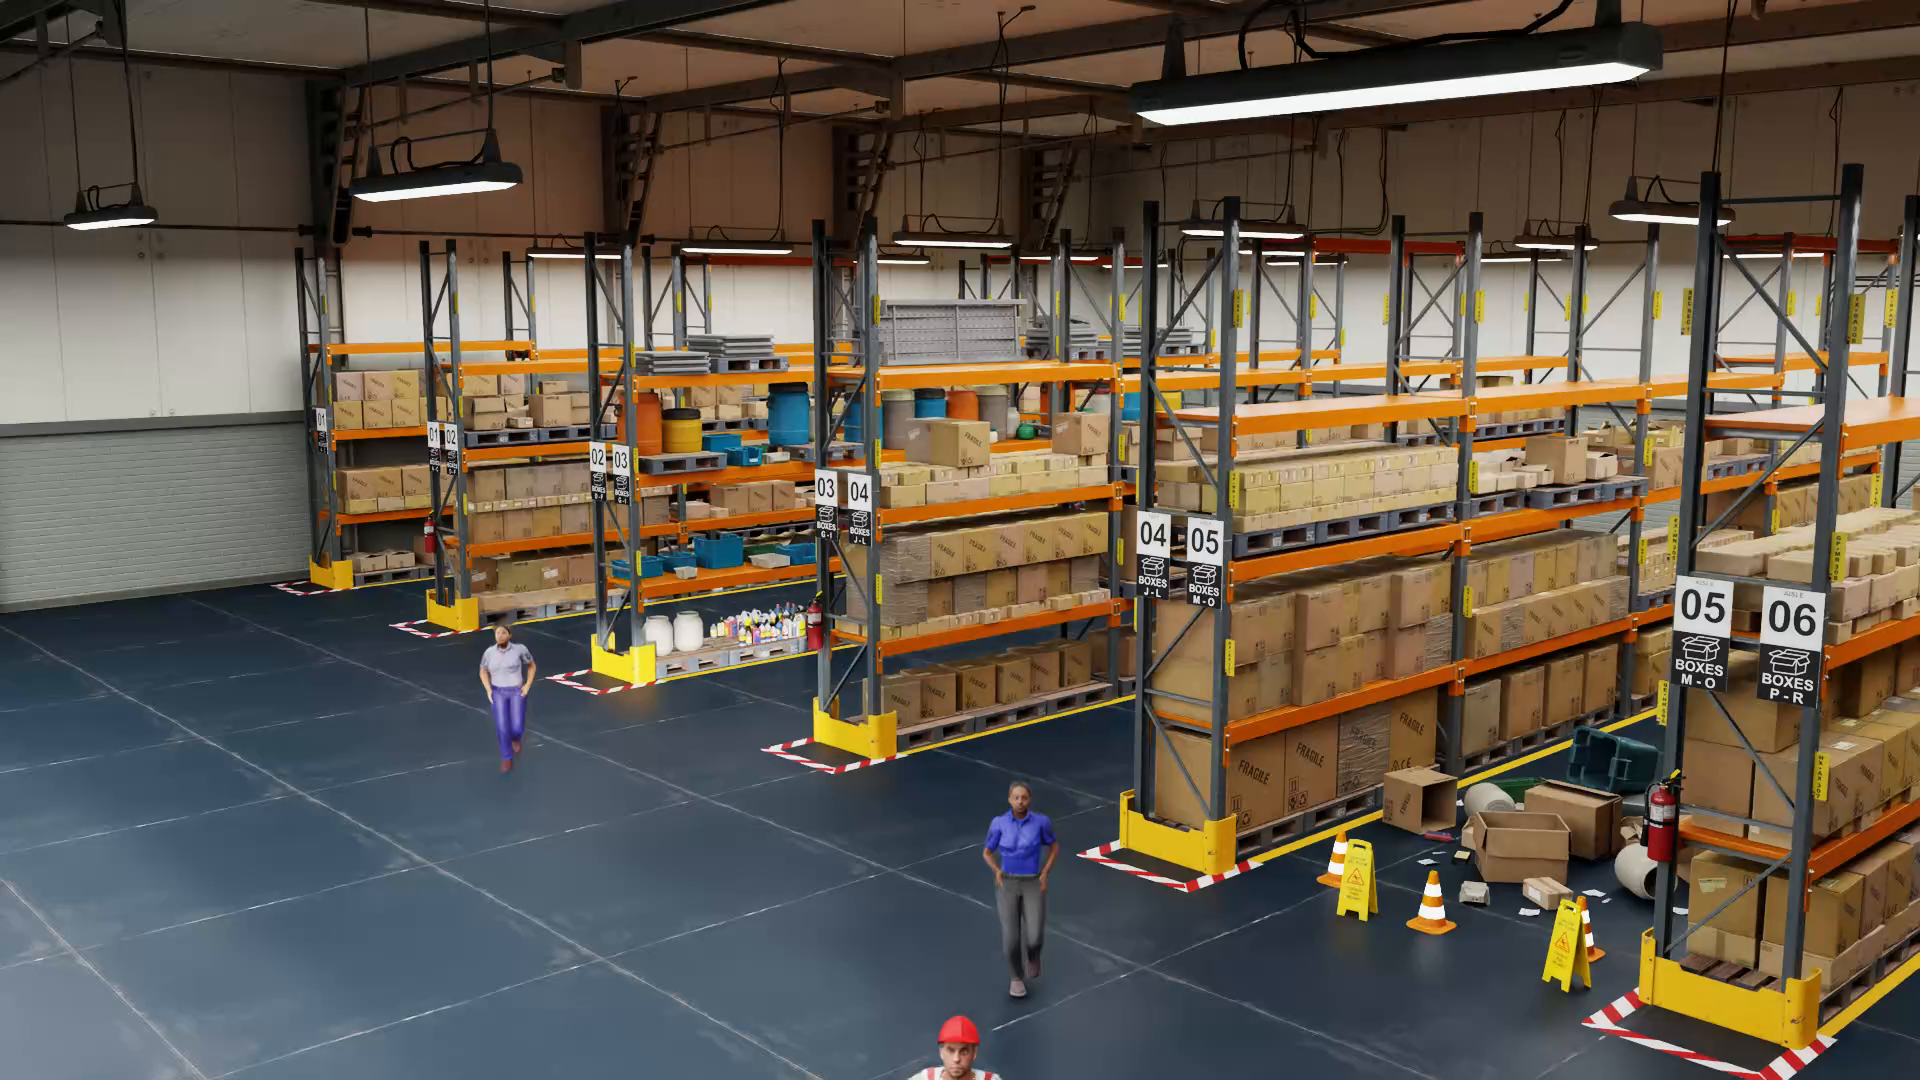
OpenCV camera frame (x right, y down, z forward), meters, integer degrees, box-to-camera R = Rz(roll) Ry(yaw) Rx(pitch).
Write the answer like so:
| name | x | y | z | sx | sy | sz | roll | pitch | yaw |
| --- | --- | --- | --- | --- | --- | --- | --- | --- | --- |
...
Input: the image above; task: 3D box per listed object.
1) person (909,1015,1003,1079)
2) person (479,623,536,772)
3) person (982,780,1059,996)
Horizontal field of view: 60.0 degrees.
| name | x | y | z | sx | sy | sz | roll | pitch | yaw |
| --- | --- | --- | --- | --- | --- | --- | --- | --- | --- |
| person | -0.013 | 3.141 | 8.026 | 0.667 | 1.757 | 0.837 | 1 | 8 | 5 |
| person | -4.975 | 1.717 | 18.307 | 0.603 | 1.607 | 0.541 | -1 | 8 | -9 |
| person | 0.448 | 2.583 | 12.293 | 0.571 | 1.607 | 0.550 | 0 | 8 | 2 |
